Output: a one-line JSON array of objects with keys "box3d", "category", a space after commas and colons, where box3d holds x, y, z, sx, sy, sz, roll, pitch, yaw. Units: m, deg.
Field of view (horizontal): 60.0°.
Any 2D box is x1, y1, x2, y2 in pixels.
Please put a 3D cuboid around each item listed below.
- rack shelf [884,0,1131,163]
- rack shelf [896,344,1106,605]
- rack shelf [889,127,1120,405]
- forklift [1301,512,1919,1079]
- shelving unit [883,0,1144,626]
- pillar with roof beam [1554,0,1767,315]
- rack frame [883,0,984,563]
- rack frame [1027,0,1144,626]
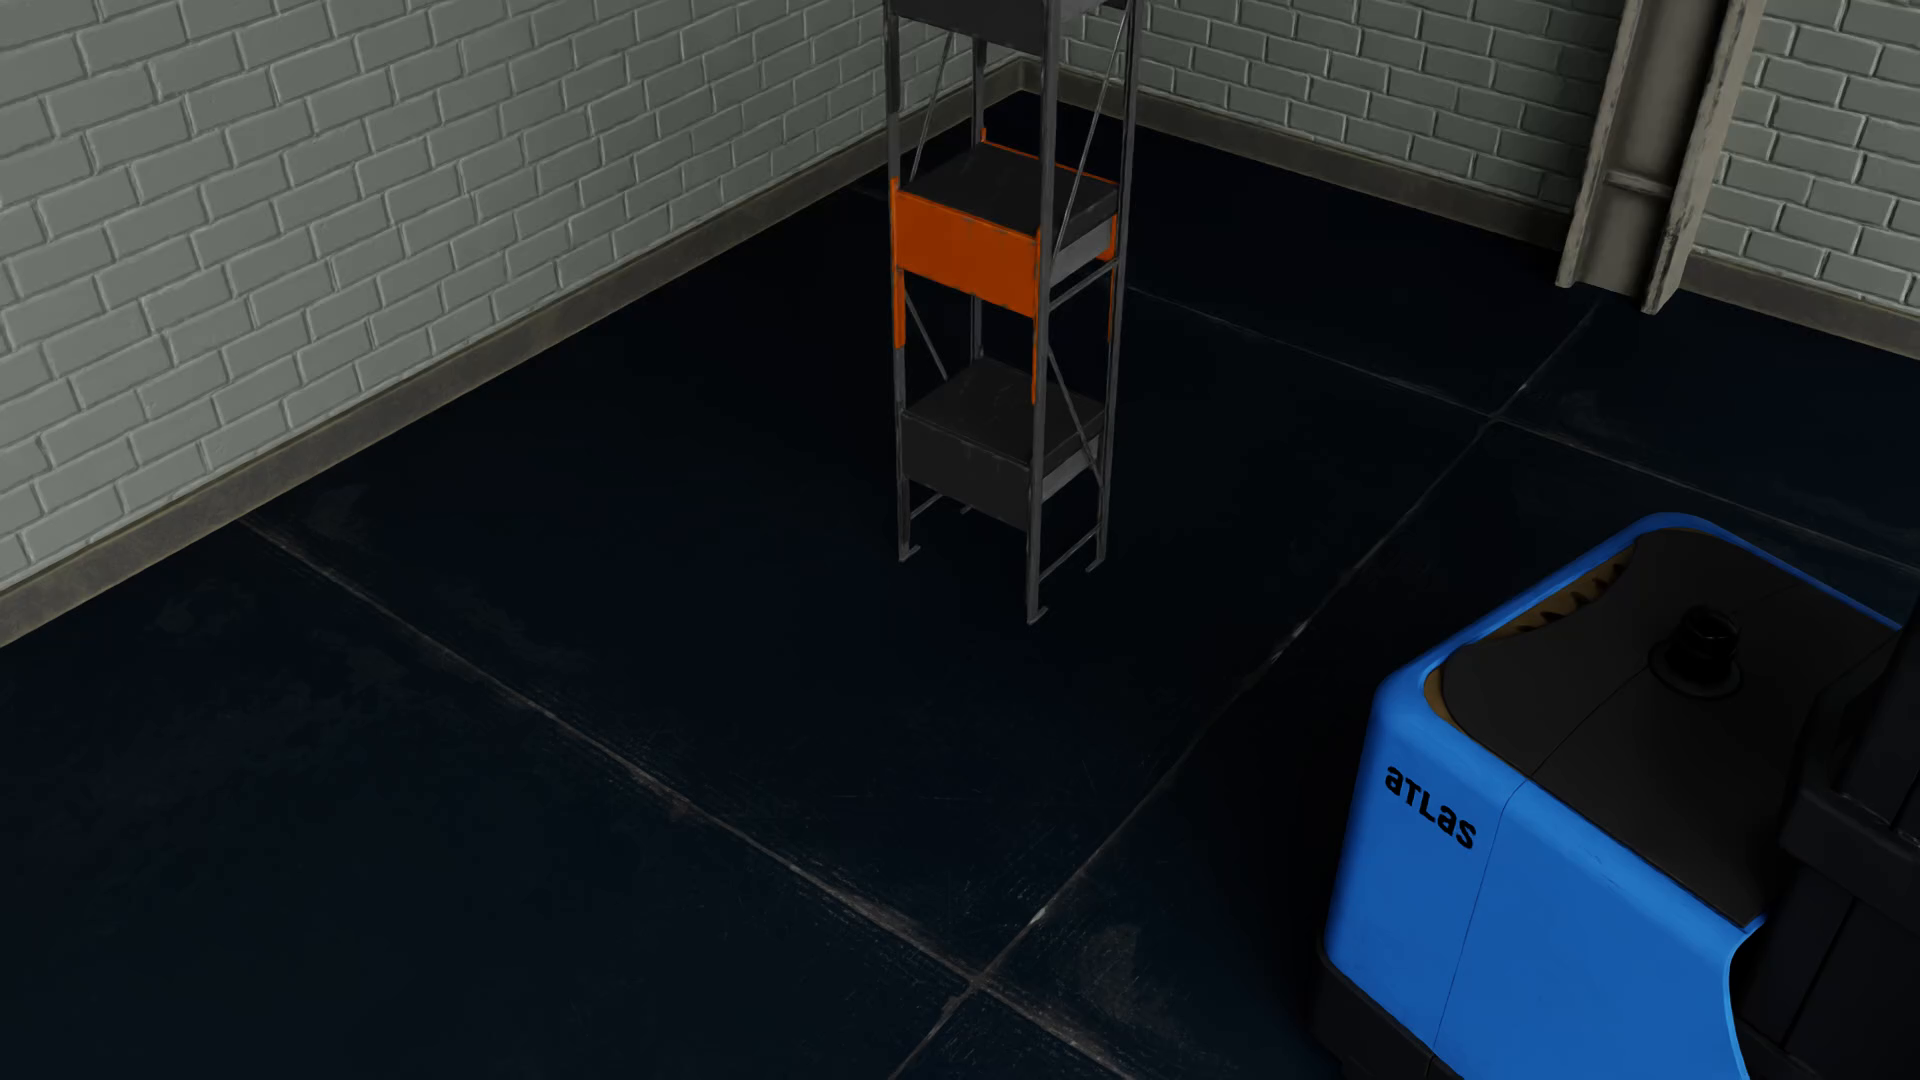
[{"box3d": [0.131, -1.305, 4.100, 0.480, 0.518, 0.431, 25, 45, 29], "category": "rack shelf"}, {"box3d": [0.131, -0.203, 4.963, 0.480, 0.518, 0.431, 25, 45, 29], "category": "rack shelf"}, {"box3d": [0.131, -0.754, 4.532, 0.480, 0.518, 0.431, 25, 45, 29], "category": "rack shelf"}, {"box3d": [2.069, 0.507, 2.225, 1.130, 2.935, 3.031, -25, 45, -29], "category": "forklift"}, {"box3d": [0.131, -0.765, 4.524, 0.503, 2.100, 0.431, 25, 45, 29], "category": "shelving unit"}, {"box3d": [-0.033, -2.440, 1.067, 0.400, 9.000, 9.100, 25, 45, 29], "category": "pillar with roof beam"}, {"box3d": [-0.062, -0.856, 4.640, 0.015, 2.100, 0.400, 25, 45, 29], "category": "rack frame"}, {"box3d": [0.325, -0.673, 4.407, 0.015, 2.100, 0.400, 25, 45, 29], "category": "rack frame"}]
